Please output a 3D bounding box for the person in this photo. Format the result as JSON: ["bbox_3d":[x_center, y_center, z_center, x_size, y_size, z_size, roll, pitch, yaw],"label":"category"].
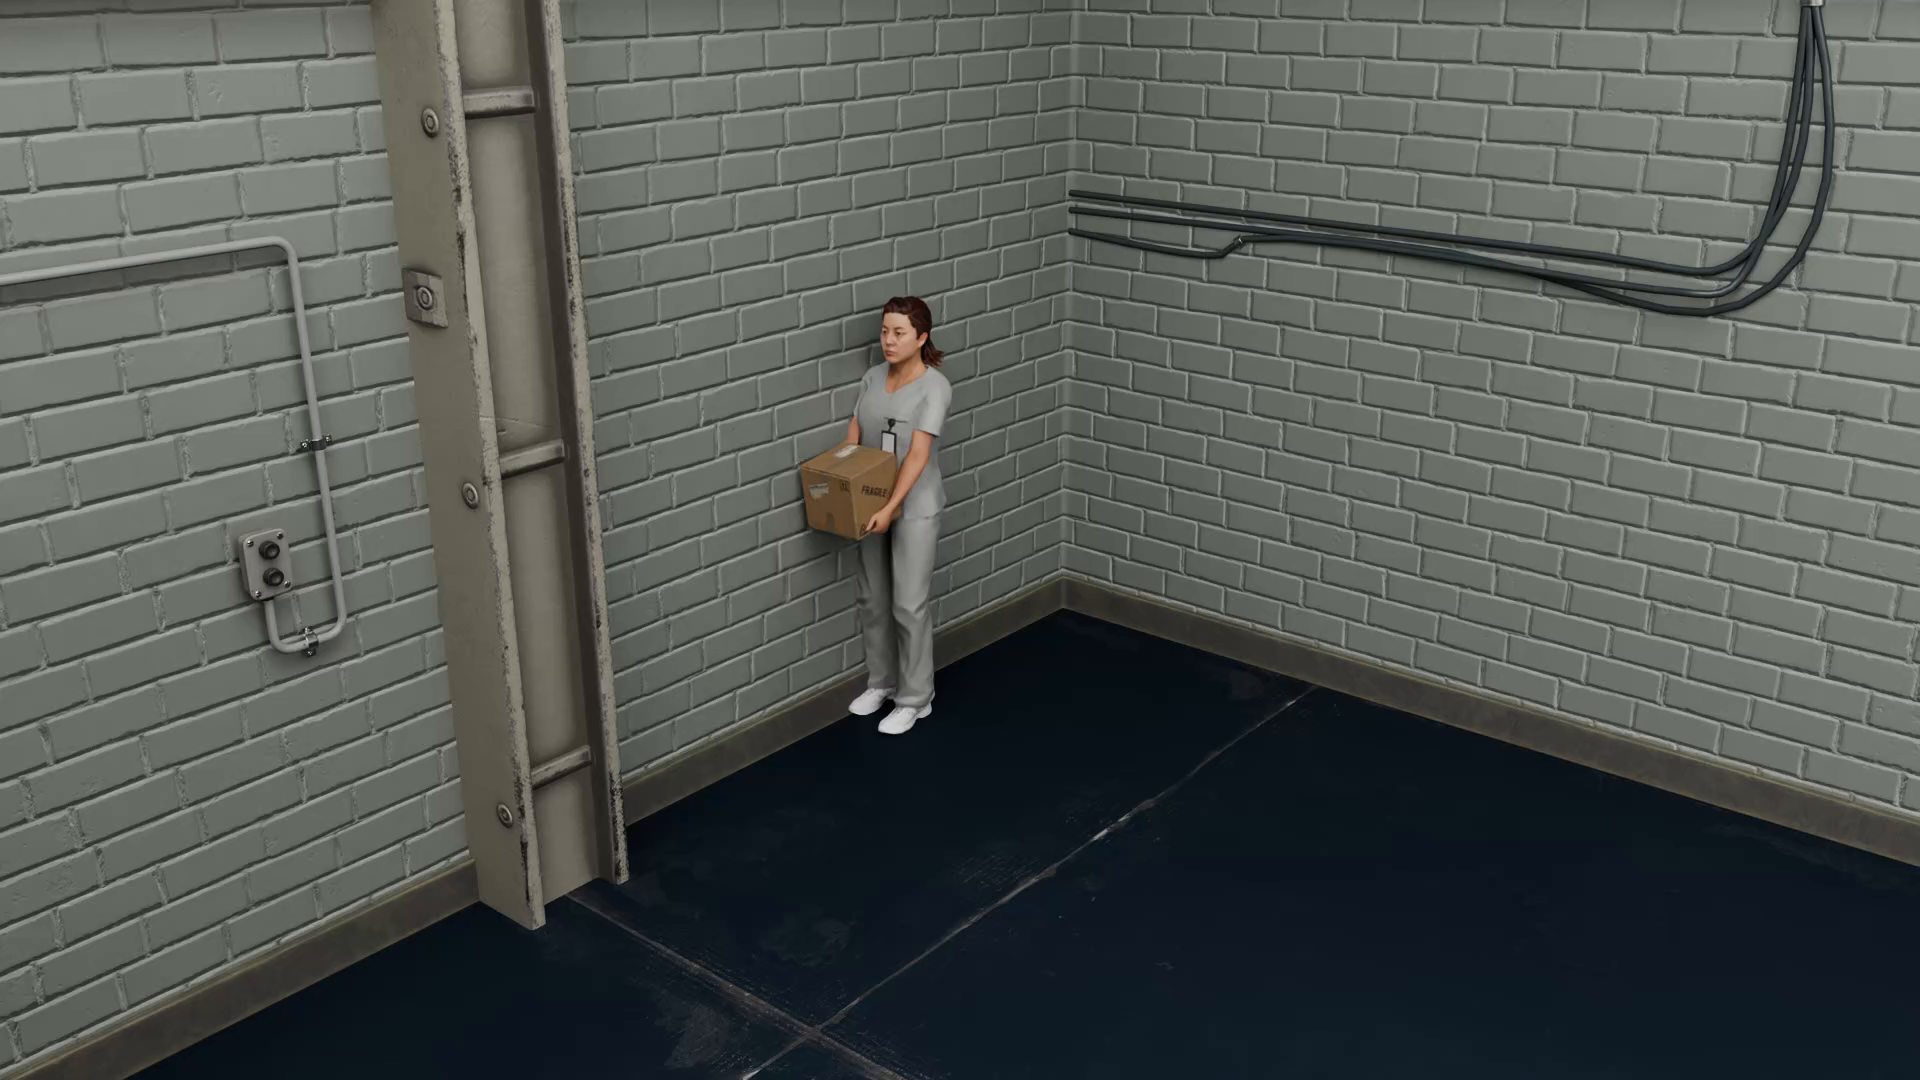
[{"bbox_3d":[-0.272,-0.081,6.315,0.422,1.668,0.532,16,25,36],"label":"person"}]
